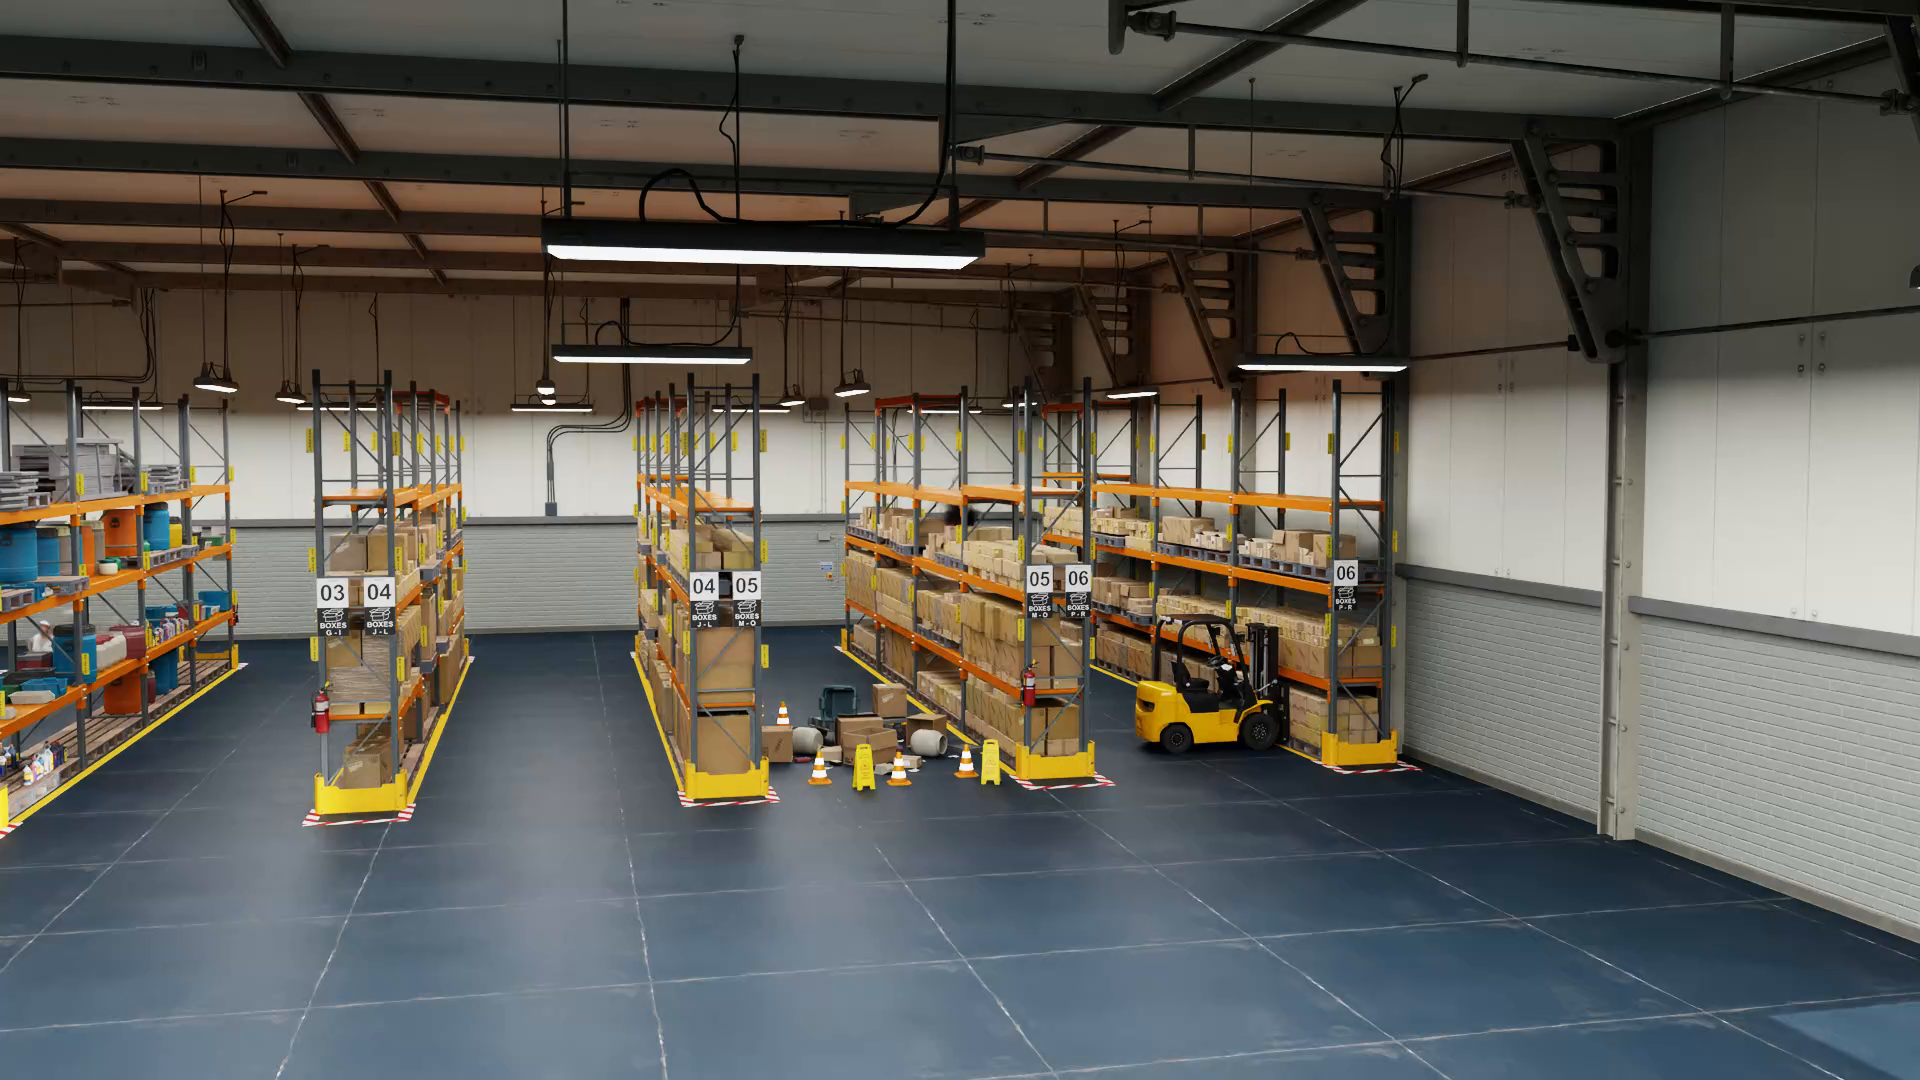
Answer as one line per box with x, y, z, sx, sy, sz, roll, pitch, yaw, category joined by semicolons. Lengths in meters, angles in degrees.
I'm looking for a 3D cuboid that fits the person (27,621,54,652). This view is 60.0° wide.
-17.003;2.363;30.924;0.659;1.730;0.720;0;3;-8;person
